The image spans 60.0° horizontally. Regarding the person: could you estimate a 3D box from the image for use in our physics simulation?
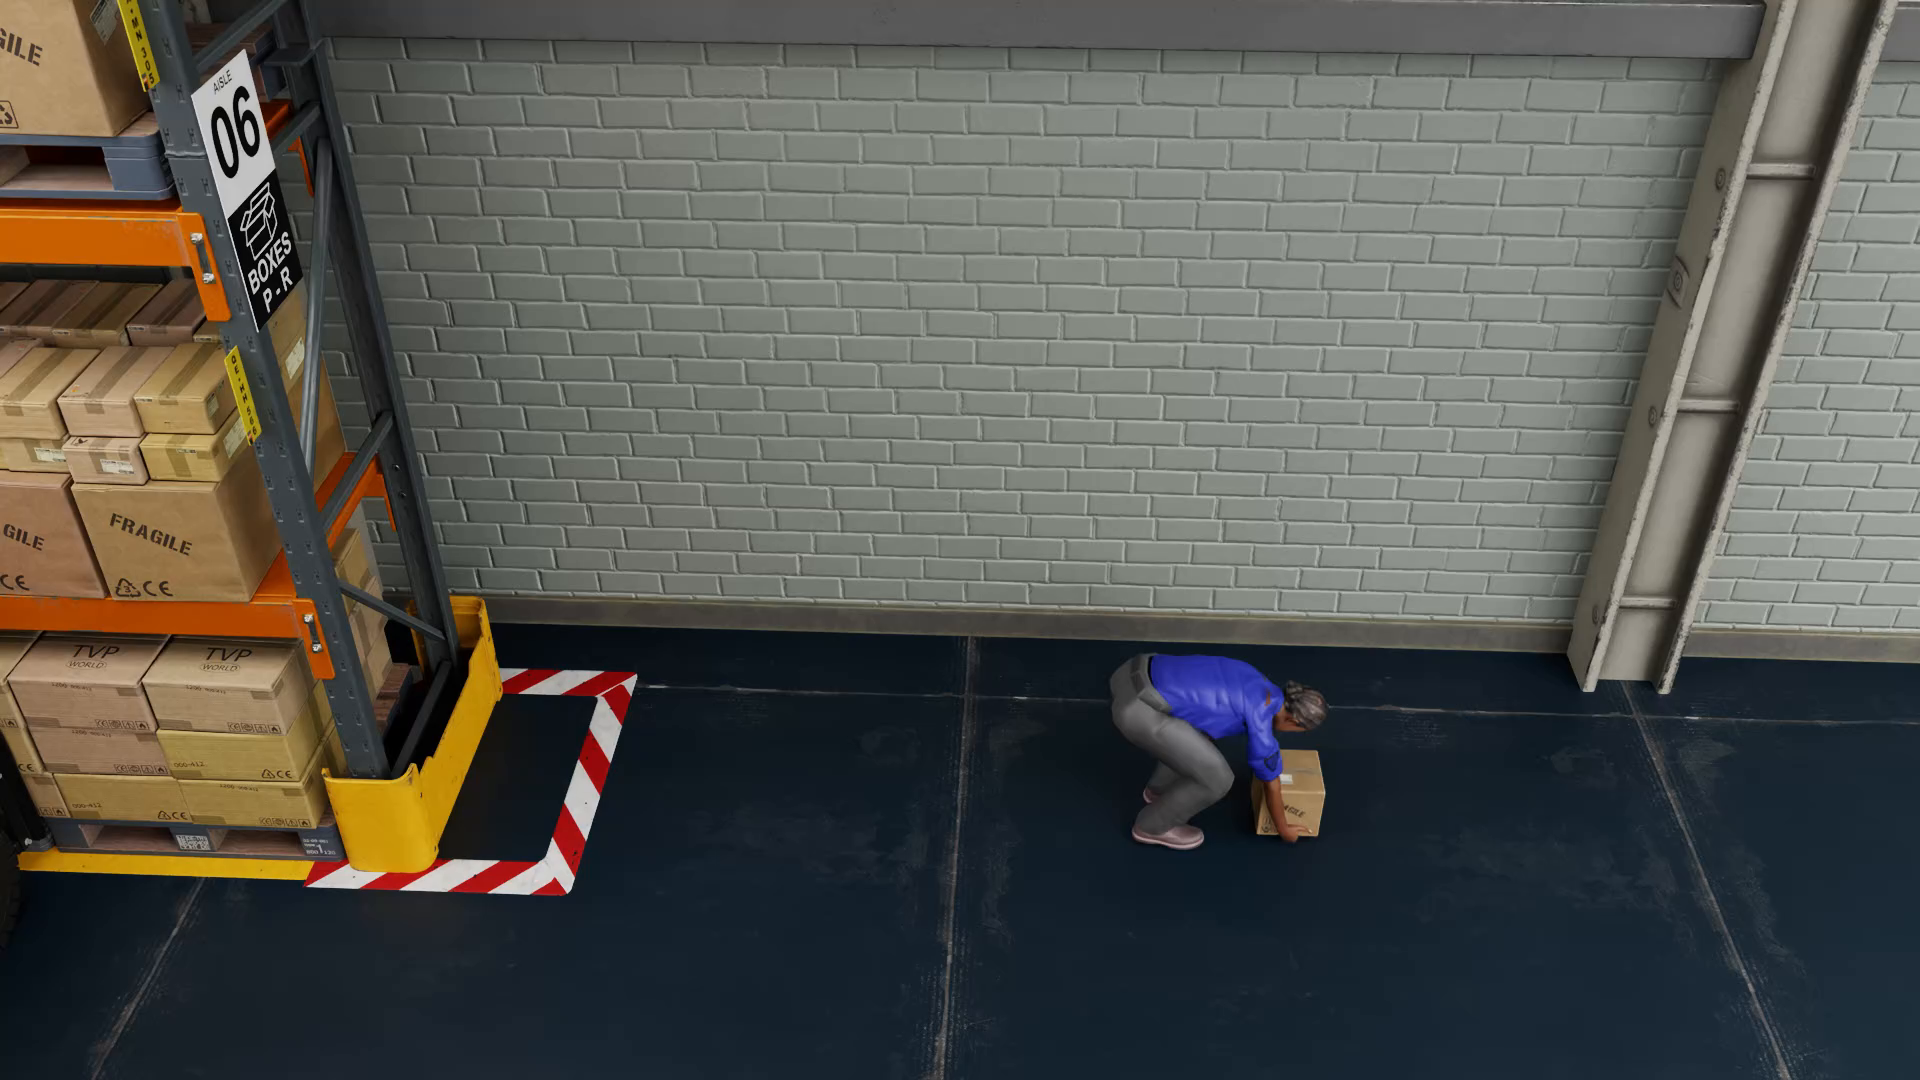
[{"bbox_3d":[1.019,0.824,6.683,0.866,0.836,0.454,0,36,0],"label":"person"}]
